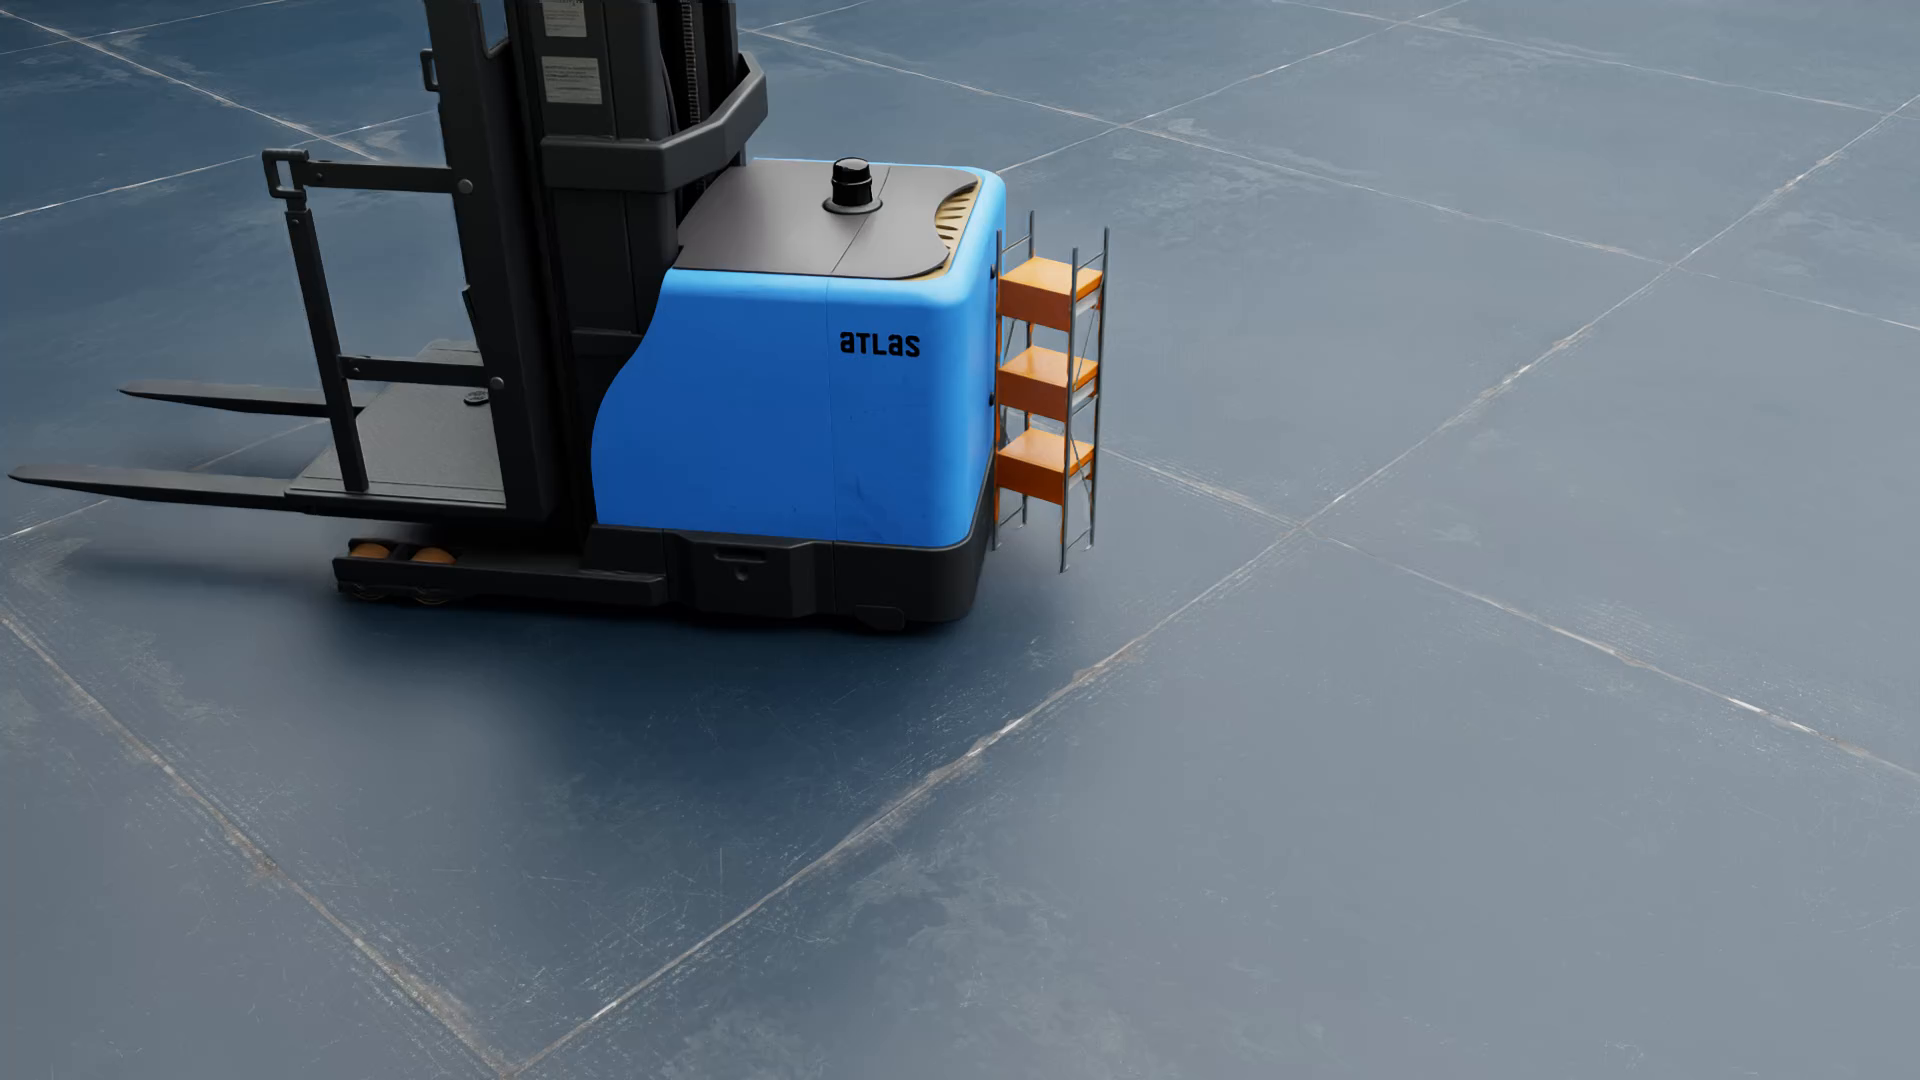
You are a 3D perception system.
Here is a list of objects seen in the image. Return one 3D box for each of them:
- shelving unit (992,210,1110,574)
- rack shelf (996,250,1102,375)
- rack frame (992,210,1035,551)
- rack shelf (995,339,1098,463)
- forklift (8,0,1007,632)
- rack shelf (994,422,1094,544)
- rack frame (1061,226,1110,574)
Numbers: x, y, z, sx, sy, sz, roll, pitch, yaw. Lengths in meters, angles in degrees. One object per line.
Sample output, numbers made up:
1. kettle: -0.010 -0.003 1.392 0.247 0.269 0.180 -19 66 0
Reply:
1. shelving unit: 0.262 -0.425 4.938 0.252 1.050 0.215 18 35 27
2. rack shelf: 0.262 -0.659 4.797 0.240 0.259 0.215 18 35 27
3. rack frame: 0.159 -0.459 4.994 0.008 1.050 0.200 18 35 27
4. rack shelf: 0.262 -0.416 4.943 0.240 0.259 0.215 18 35 27
5. forklift: -1.407 -1.328 4.614 3.031 2.935 1.130 4 31 7
6. rack shelf: 0.261 -0.178 5.086 0.240 0.259 0.215 18 35 27
7. rack frame: 0.365 -0.391 4.882 0.008 1.050 0.200 18 35 27
